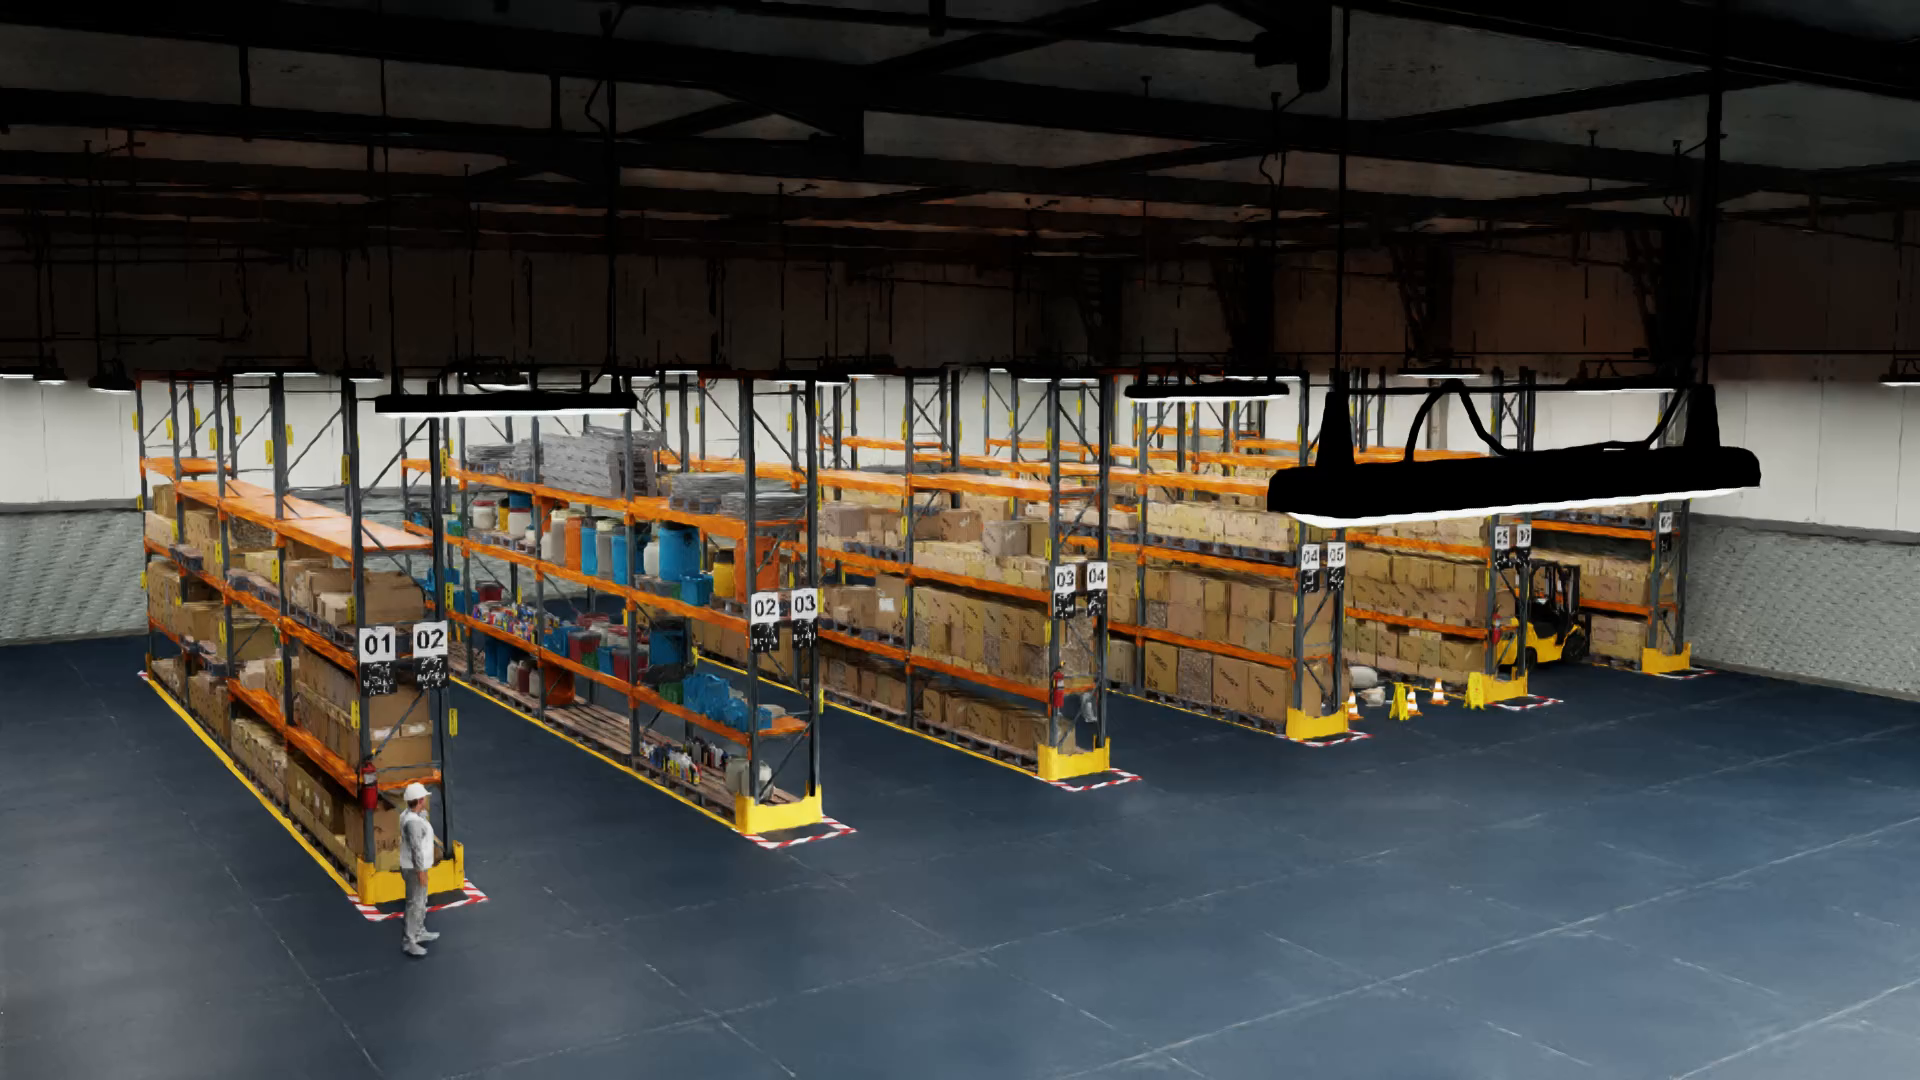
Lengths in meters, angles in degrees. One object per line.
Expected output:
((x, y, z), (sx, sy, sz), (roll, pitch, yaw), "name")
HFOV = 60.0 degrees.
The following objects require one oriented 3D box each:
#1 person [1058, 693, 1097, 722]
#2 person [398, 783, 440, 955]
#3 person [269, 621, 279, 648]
((1.942, 2.303, 28.585), (0.446, 1.590, 1.109), (-4, 8, -31), "person")
((-5.751, 3.447, 17.640), (0.400, 1.780, 0.611), (-2, 7, -19), "person")
((-13.898, 1.713, 33.239), (0.557, 1.704, 1.114), (-5, 8, -35), "person")
